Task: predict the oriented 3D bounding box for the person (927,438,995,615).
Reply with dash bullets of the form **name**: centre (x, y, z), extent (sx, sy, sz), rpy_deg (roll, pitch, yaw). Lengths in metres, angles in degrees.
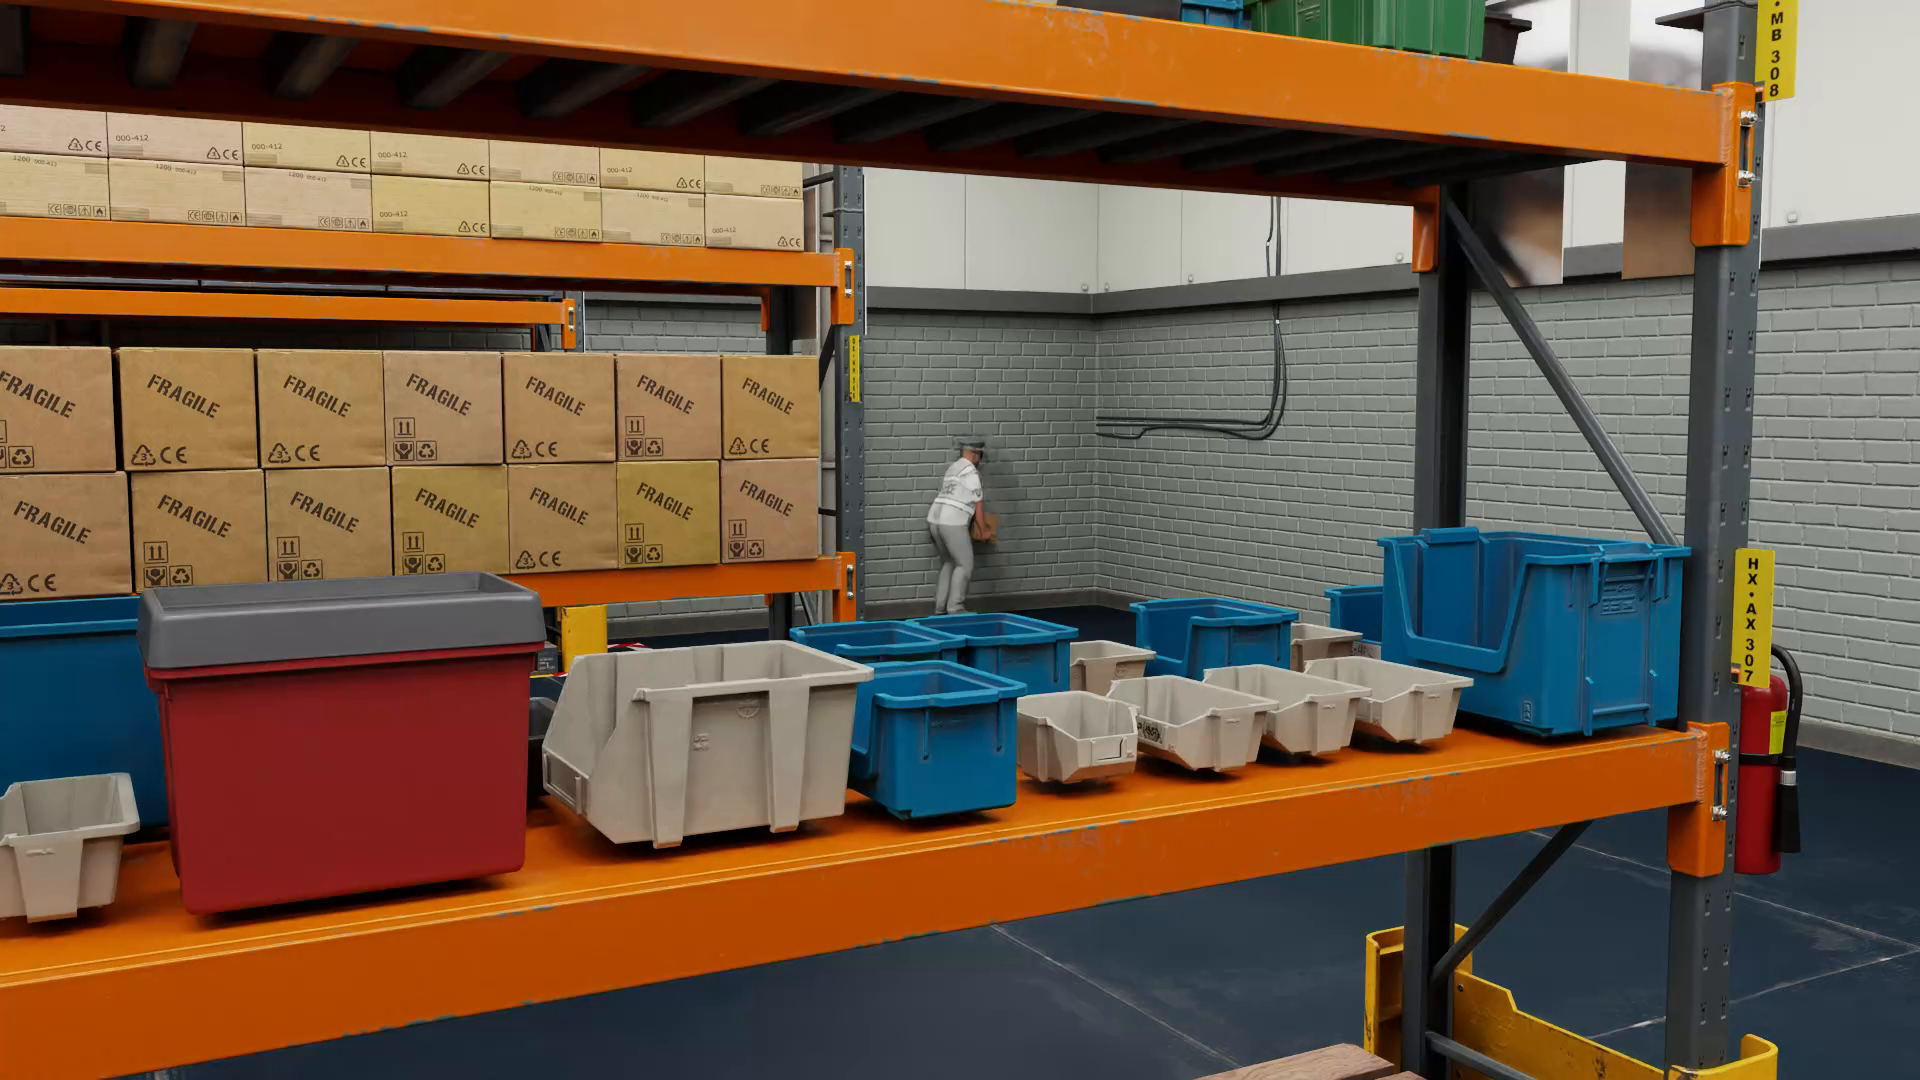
- **person**: centre (-0.003, -0.112, 15.824), extent (0.617, 1.703, 0.478), rpy_deg (-3, 6, -30)
